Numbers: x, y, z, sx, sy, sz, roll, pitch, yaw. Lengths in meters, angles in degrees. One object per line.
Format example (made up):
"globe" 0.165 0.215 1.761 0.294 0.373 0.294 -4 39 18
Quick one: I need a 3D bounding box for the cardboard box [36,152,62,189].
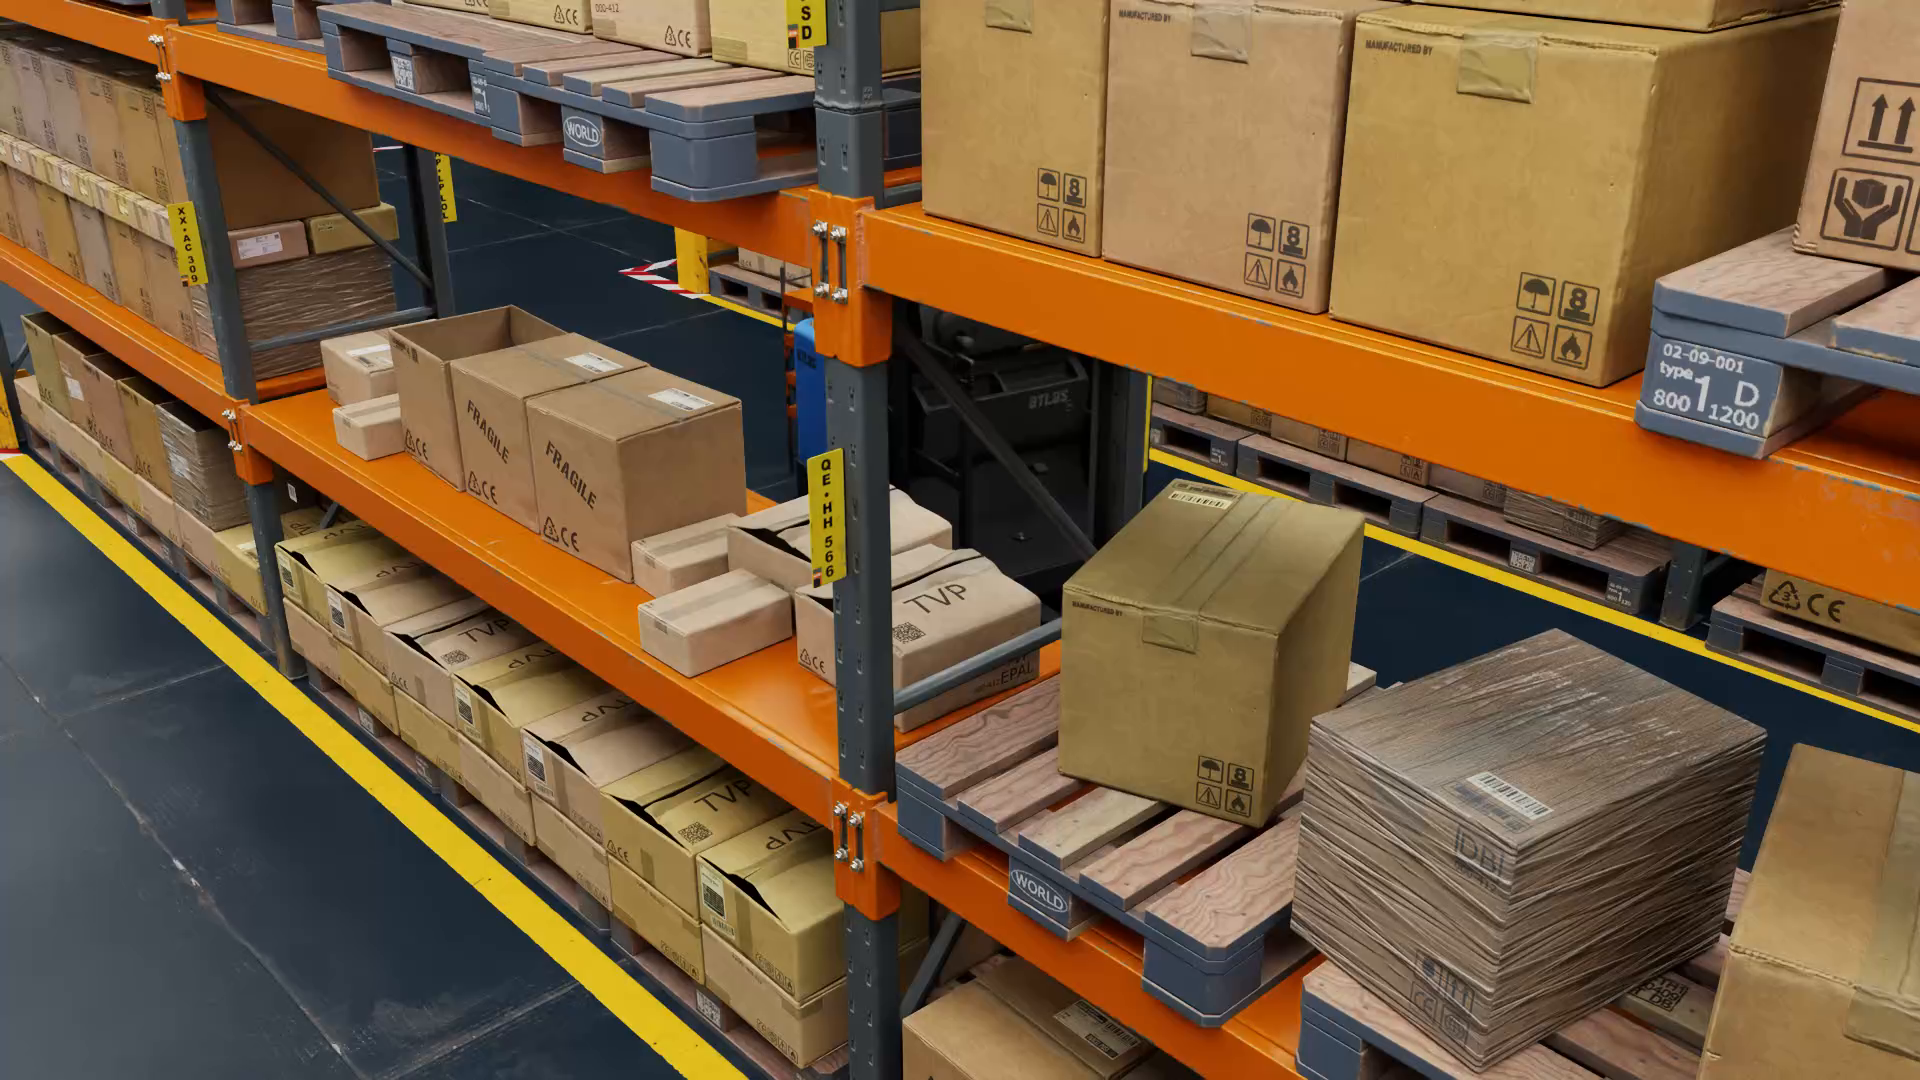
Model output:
"cardboard box" -4.379 -1.875 8.343 0.380 0.149 0.250 -22 32 -39

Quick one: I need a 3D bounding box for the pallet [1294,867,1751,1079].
"pallet" 1.429 0.995 3.186 1.003 0.211 1.213 -21 32 -38

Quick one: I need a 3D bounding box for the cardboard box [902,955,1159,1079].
"cardboard box" 0.199 1.476 4.382 0.500 0.500 0.500 -20 31 -36

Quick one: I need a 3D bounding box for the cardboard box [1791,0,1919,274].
"cardboard box" 1.626 -0.692 2.291 0.600 0.600 0.600 22 33 40

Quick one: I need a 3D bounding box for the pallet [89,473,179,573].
"pallet" -3.989 -0.246 9.034 1.003 0.211 1.213 -21 32 -38

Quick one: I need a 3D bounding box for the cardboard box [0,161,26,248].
"cardboard box" -5.062 -2.004 9.409 0.700 0.500 0.500 -21 32 -38

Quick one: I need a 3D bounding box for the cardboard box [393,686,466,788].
"cardboard box" -1.838 0.672 6.470 0.500 0.250 0.500 -22 33 -40

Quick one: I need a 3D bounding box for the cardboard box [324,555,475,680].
"cardboard box" -2.199 0.262 6.693 0.500 0.311 0.500 -22 32 -39

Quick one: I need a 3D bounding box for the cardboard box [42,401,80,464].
"cardboard box" -4.823 -0.668 9.407 0.500 0.250 0.500 -21 32 -38

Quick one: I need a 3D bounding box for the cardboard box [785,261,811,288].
"cardboard box" -0.961 -2.079 12.403 0.500 0.311 0.500 -18 30 -34

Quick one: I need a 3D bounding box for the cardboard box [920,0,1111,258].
"cardboard box" 0.419 -0.968 3.522 0.910 0.500 0.500 -21 32 -38

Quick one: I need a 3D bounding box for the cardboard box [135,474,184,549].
"cardboard box" -3.801 -0.212 8.408 0.500 0.250 0.500 -21 32 -38

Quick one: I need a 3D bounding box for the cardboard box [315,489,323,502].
"cardboard box" -3.074 -0.552 8.249 0.500 0.500 0.500 -21 32 -38

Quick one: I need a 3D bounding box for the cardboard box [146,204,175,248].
"cardboard box" -3.328 -1.408 7.321 0.380 0.149 0.250 -22 33 -40

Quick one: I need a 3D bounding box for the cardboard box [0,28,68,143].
"cardboard box" -4.662 -2.421 8.758 0.700 0.500 0.500 -22 33 -40

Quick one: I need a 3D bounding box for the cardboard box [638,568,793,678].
"cardboard box" -0.720 0.240 4.912 0.380 0.149 0.250 -21 32 -38

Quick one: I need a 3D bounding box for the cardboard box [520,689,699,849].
"cardboard box" -1.145 0.727 5.674 0.500 0.311 0.500 -21 32 -39

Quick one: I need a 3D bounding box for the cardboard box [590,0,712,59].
"cardboard box" -0.626 -1.443 4.359 0.500 0.250 0.500 -20 31 -37

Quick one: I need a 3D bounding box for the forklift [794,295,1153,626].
"forklift" 0.310 -1.087 7.601 1.130 2.935 3.031 -14 28 -28

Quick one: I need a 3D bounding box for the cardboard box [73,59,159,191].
"cardboard box" -3.634 -1.965 7.760 0.700 0.500 0.500 -21 32 -38

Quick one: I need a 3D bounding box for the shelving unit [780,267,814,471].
"shelving unit" -0.727 -0.915 9.309 0.503 1.200 0.258 22 32 39

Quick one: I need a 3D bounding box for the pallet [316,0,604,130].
"pallet" -1.199 -1.477 4.987 1.003 0.211 1.213 -19 31 -36

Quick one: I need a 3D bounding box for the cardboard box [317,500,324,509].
"cardboard box" -3.071 -0.211 8.406 0.500 0.250 0.500 -21 32 -38

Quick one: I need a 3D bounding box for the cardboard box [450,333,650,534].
"cardboard box" -1.422 -0.389 5.868 0.500 0.500 0.500 -21 32 -38

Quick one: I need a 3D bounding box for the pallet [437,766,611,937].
"pallet" -1.268 0.959 6.394 1.003 0.211 1.213 -21 32 -38

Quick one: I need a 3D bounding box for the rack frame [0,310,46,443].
"rack frame" -5.372 -2.104 9.747 1.000 3.000 0.127 -21 32 -38

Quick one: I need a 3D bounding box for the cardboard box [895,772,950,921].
"cardboard box" -0.047 0.883 5.332 0.500 0.311 0.500 -20 31 -37

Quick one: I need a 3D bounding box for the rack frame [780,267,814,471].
"rack frame" -0.902 -0.985 9.464 0.015 1.200 0.240 22 32 39

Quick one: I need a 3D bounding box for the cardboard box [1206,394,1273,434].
"cardboard box" 1.881 -1.001 9.811 0.700 0.500 0.500 -22 32 -39

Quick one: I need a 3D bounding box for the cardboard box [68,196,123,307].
"cardboard box" -4.002 -1.536 8.382 0.700 0.500 0.500 -20 31 -37

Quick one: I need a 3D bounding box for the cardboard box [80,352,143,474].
"cardboard box" -4.144 -0.704 8.583 0.500 0.500 0.500 -21 32 -38

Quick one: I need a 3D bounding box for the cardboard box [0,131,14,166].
"cardboard box" -4.909 -2.109 8.857 0.380 0.149 0.250 -21 32 -38

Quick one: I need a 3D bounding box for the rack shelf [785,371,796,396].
"rack shelf" -0.727 -0.853 9.337 0.480 0.148 0.258 22 32 39

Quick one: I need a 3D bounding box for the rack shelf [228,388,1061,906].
"rack shelf" -1.271 0.041 5.912 1.077 0.370 4.000 -21 32 -38

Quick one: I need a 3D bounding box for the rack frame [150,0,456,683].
"rack frame" -2.638 -0.892 7.091 1.000 3.000 0.127 -21 32 -38

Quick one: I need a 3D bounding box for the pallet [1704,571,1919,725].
"pallet" 4.193 0.442 7.526 1.003 0.211 1.213 -21 32 -38

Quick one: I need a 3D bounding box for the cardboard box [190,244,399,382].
"cardboard box" -2.946 -1.070 7.361 0.700 0.500 0.500 -22 33 -40

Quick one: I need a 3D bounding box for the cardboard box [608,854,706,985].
"cardboard box" -0.796 1.135 5.456 0.500 0.250 0.500 -22 32 -39

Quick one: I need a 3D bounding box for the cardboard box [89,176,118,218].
"cardboard box" -3.847 -1.639 7.827 0.380 0.149 0.250 -20 31 -37

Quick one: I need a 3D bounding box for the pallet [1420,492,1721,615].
"pallet" 3.177 -0.055 8.616 1.003 0.211 1.213 -21 32 -38

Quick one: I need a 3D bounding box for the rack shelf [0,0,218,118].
"rack shelf" -4.005 -2.535 7.946 1.077 0.370 4.000 -21 32 -38

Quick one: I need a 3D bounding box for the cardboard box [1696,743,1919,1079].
"cardboard box" 1.578 0.778 2.805 0.500 0.500 0.700 15 28 29

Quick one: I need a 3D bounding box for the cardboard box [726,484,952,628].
"cardboard box" -0.374 0.035 5.167 0.500 0.311 0.500 -22 32 -39

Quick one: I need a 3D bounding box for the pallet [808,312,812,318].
"pallet" -0.347 -1.593 11.987 1.003 0.211 1.213 -21 32 -38

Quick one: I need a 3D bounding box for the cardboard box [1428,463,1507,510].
"cardboard box" 2.912 -0.542 8.805 0.700 0.500 0.500 -21 32 -39

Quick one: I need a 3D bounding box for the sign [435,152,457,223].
"sign" -2.248 -1.540 7.211 0.100 0.325 0.005 -21 32 -38

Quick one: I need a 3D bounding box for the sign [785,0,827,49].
"sign" -0.315 -1.161 3.349 0.100 0.325 0.005 -21 32 -38
